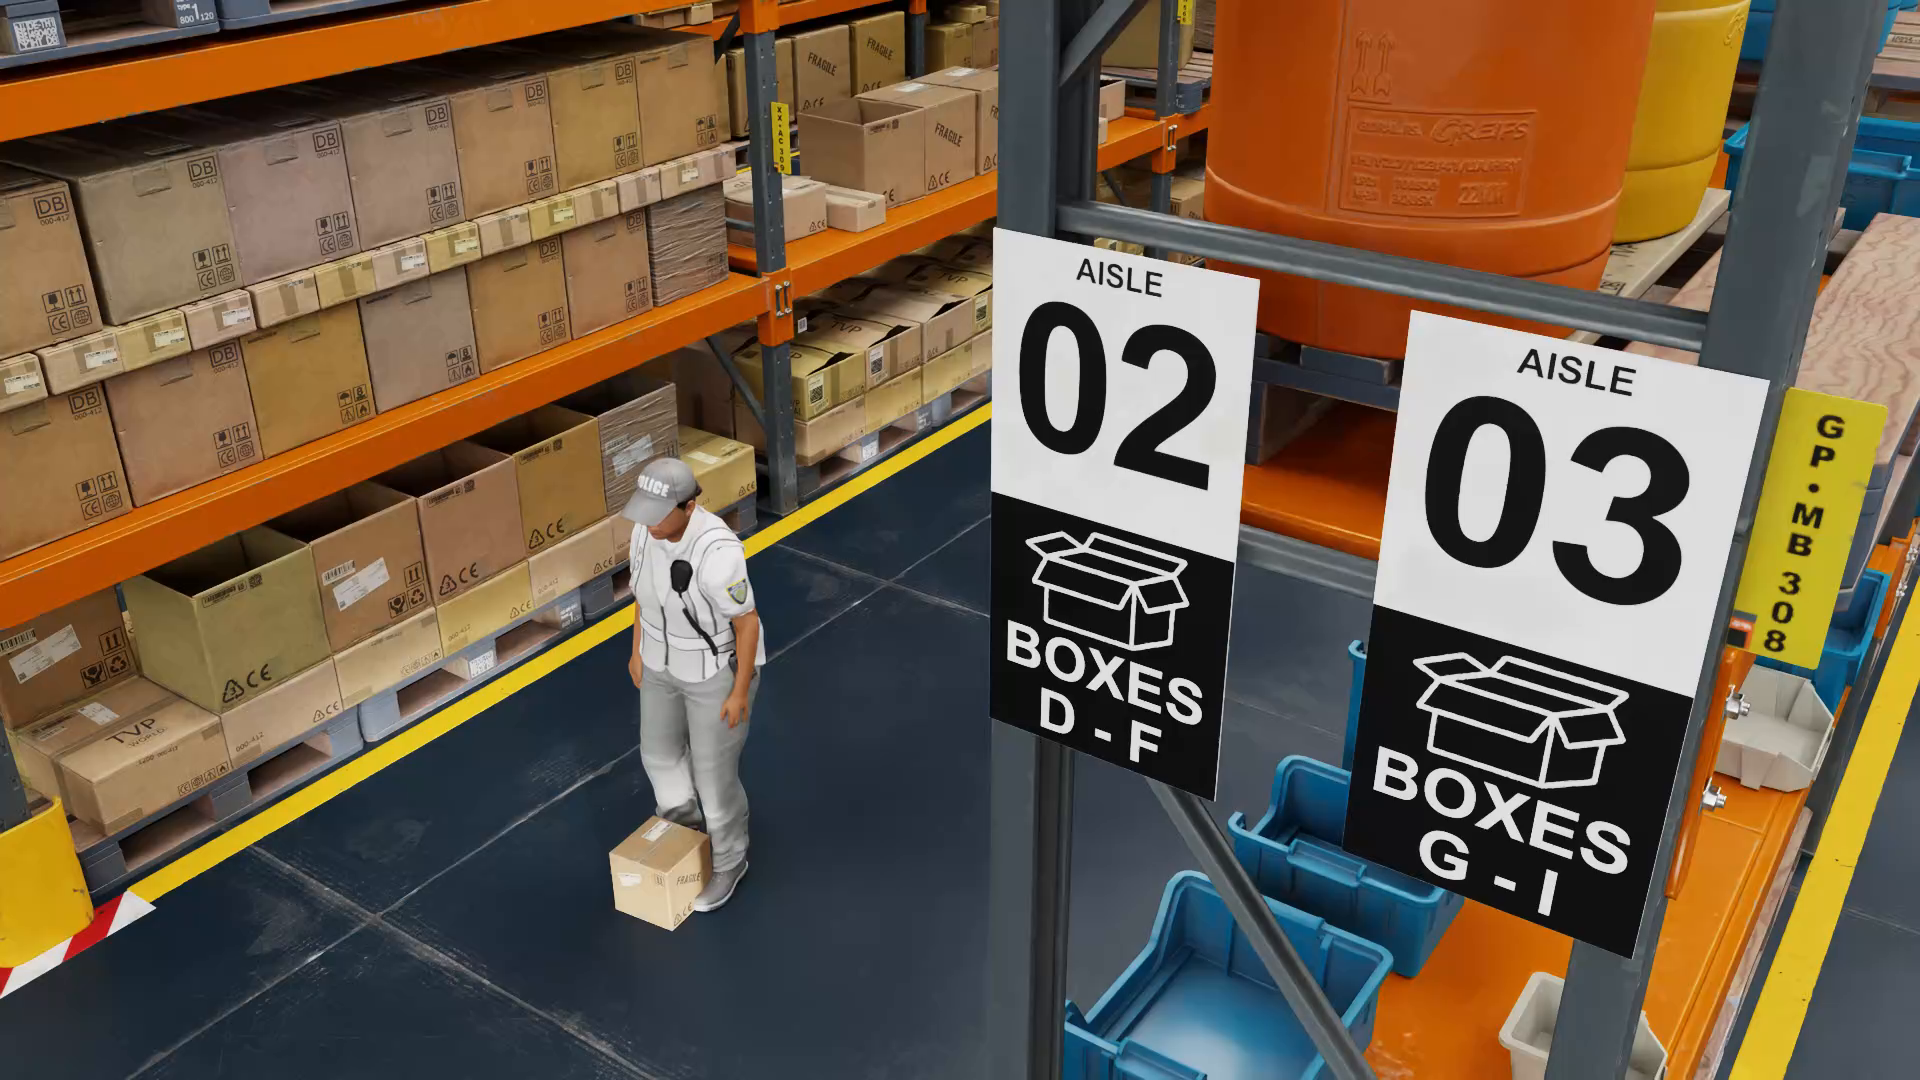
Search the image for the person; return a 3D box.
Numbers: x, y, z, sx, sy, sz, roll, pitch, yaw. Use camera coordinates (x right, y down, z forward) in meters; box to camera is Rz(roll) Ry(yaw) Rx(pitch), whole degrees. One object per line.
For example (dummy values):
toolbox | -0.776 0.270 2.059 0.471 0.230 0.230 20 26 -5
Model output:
person | -0.929 0.461 5.710 0.541 1.666 0.468 17 32 30
